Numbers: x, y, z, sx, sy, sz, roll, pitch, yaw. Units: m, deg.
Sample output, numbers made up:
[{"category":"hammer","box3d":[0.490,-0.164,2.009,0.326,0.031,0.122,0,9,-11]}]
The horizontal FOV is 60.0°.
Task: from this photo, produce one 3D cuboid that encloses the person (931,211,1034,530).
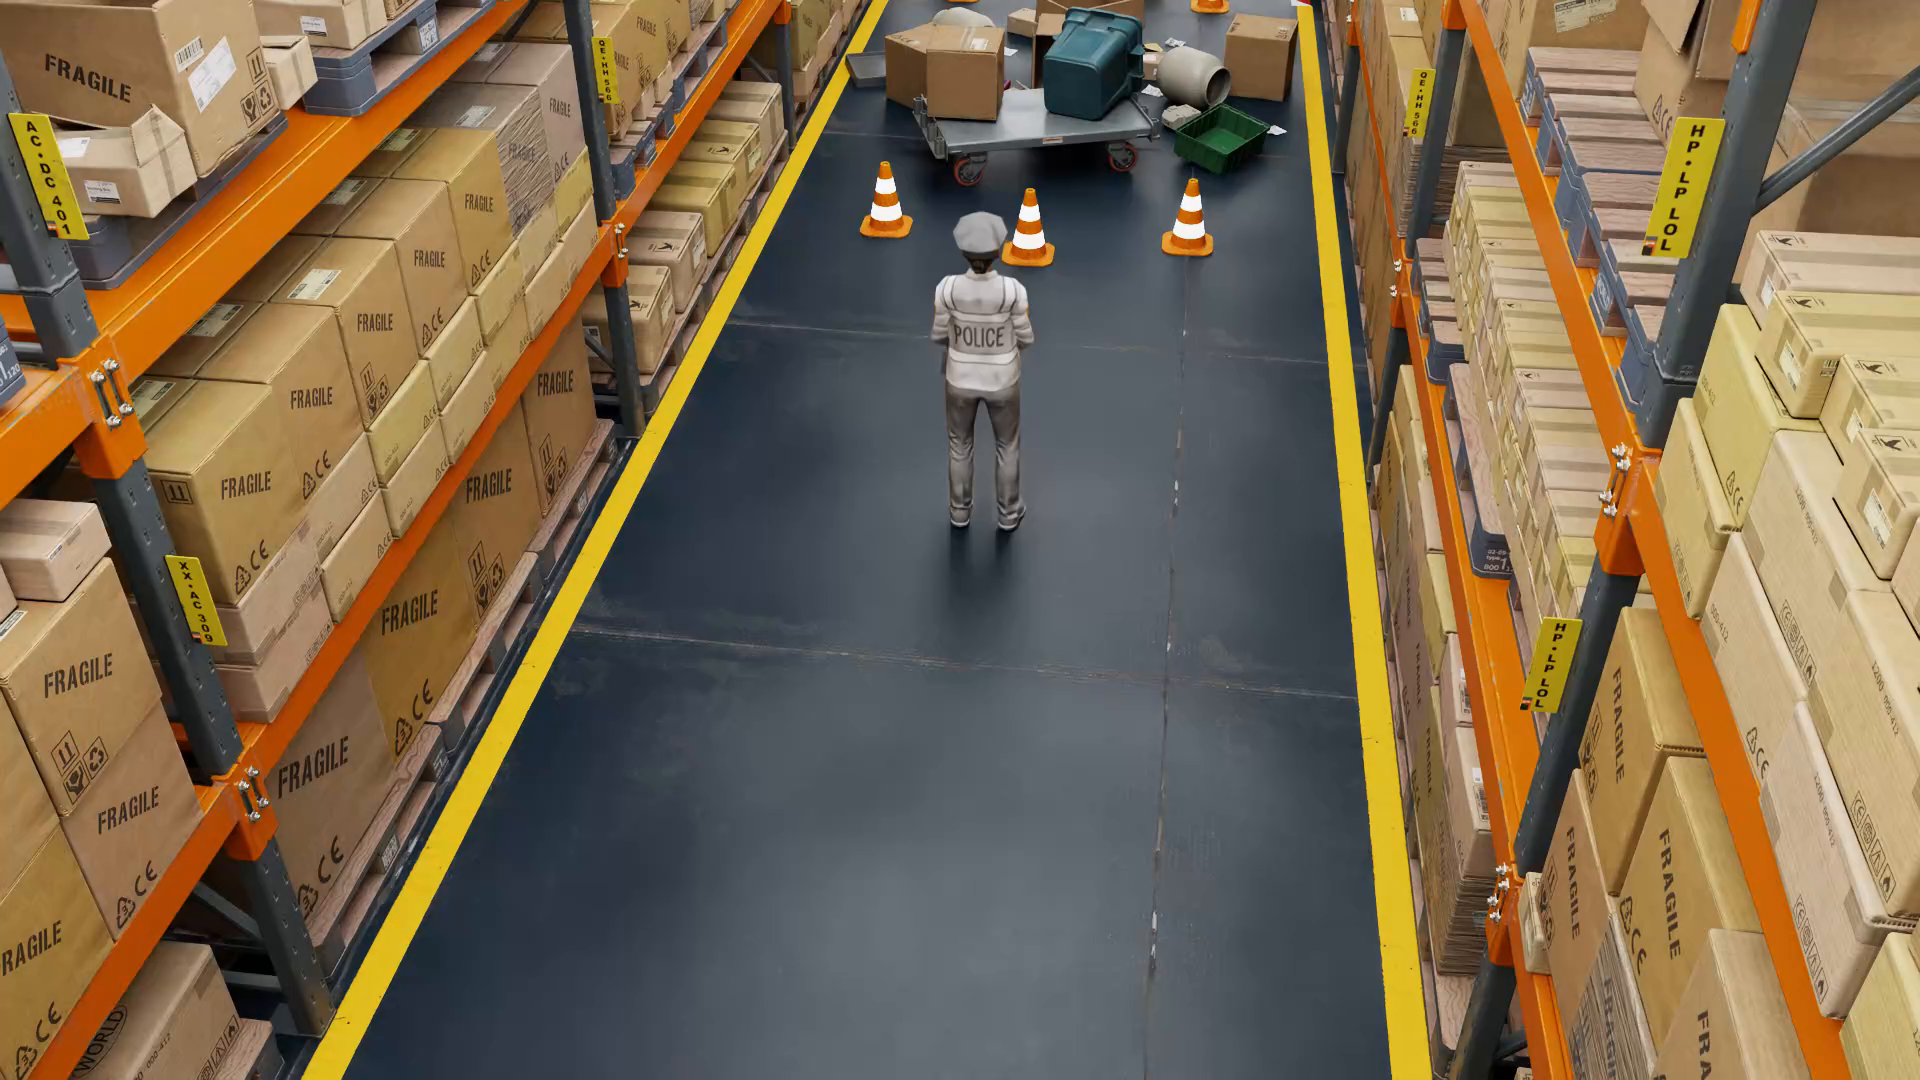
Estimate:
[{"category":"person","box3d":[0.113,-0.824,8.133,0.494,1.690,0.464,4,37,5]}]
